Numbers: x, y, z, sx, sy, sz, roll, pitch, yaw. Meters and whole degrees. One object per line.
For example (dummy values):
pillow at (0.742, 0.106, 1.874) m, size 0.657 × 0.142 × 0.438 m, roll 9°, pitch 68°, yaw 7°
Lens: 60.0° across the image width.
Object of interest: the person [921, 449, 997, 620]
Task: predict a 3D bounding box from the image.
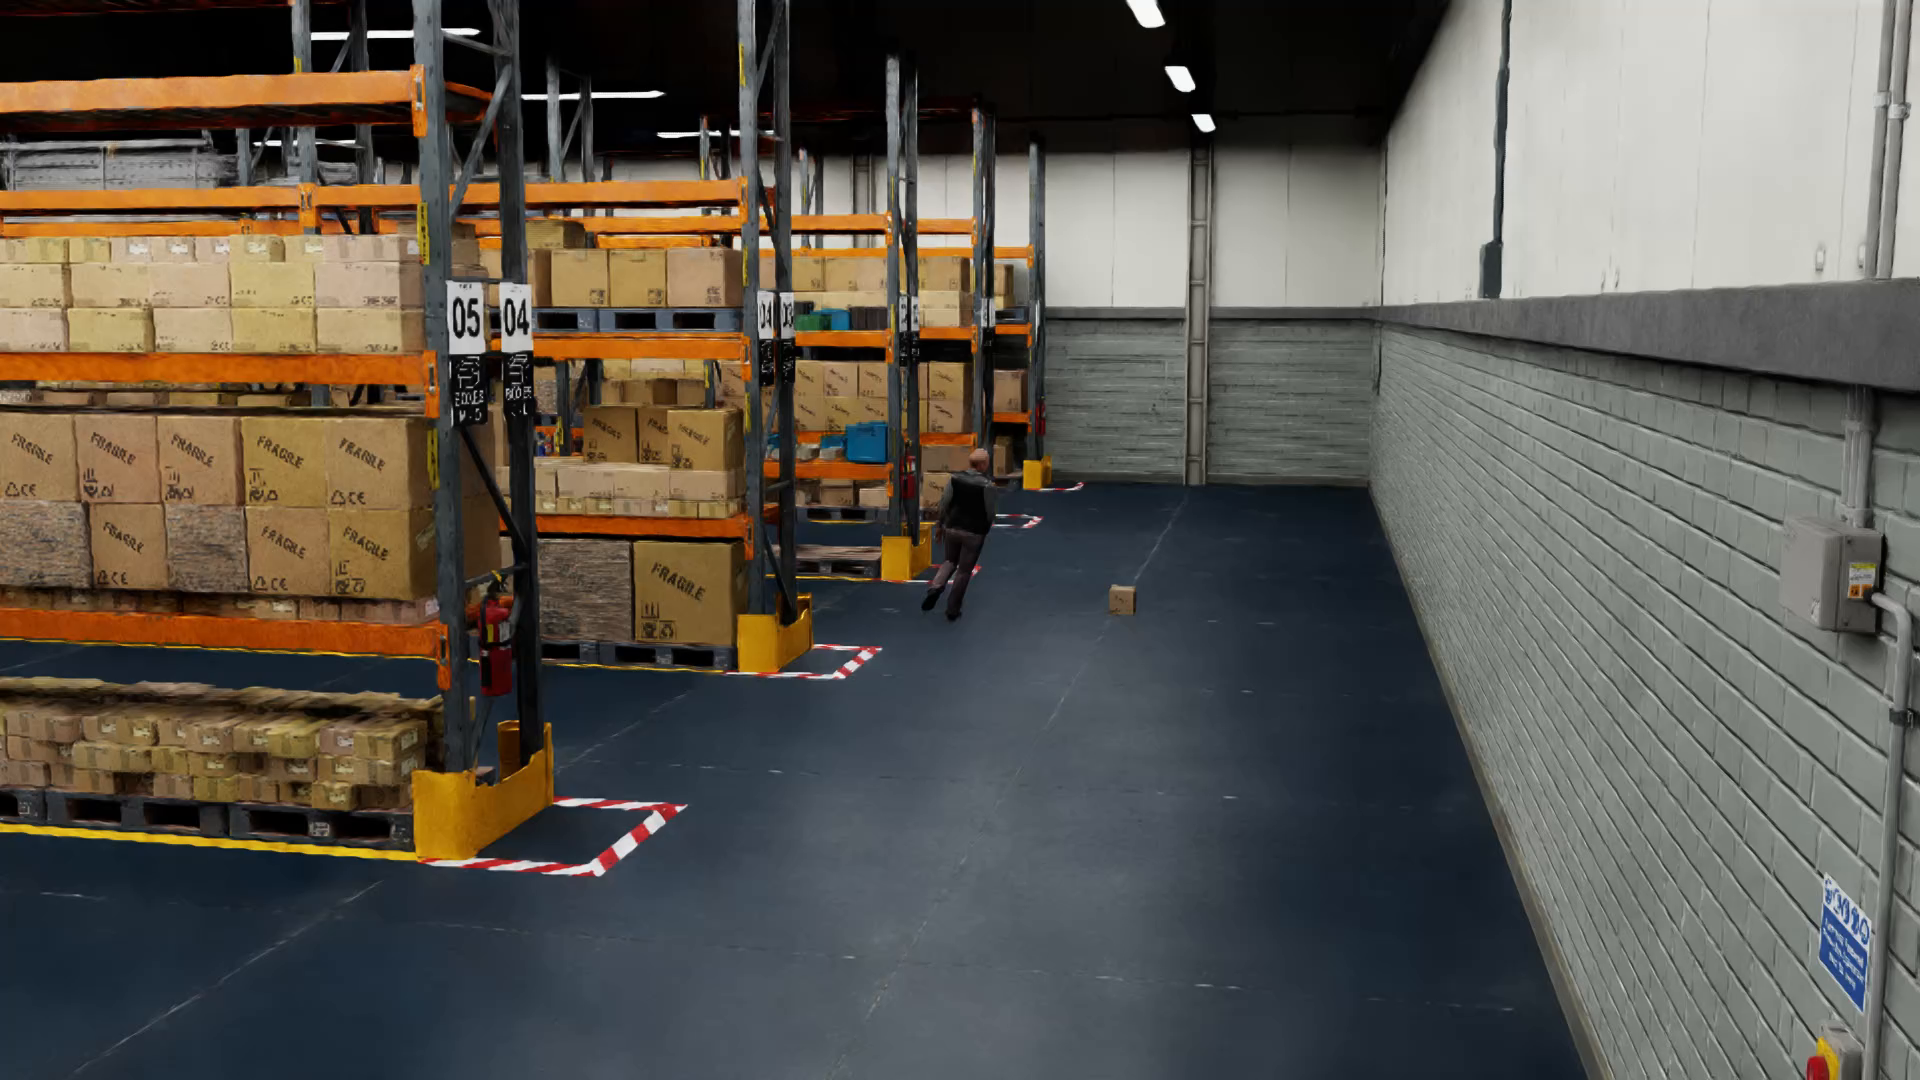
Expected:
person at (0.014, -0.054, 16.334) m, size 0.728 × 1.695 × 0.500 m, roll 3°, pitch 9°, yaw 23°
